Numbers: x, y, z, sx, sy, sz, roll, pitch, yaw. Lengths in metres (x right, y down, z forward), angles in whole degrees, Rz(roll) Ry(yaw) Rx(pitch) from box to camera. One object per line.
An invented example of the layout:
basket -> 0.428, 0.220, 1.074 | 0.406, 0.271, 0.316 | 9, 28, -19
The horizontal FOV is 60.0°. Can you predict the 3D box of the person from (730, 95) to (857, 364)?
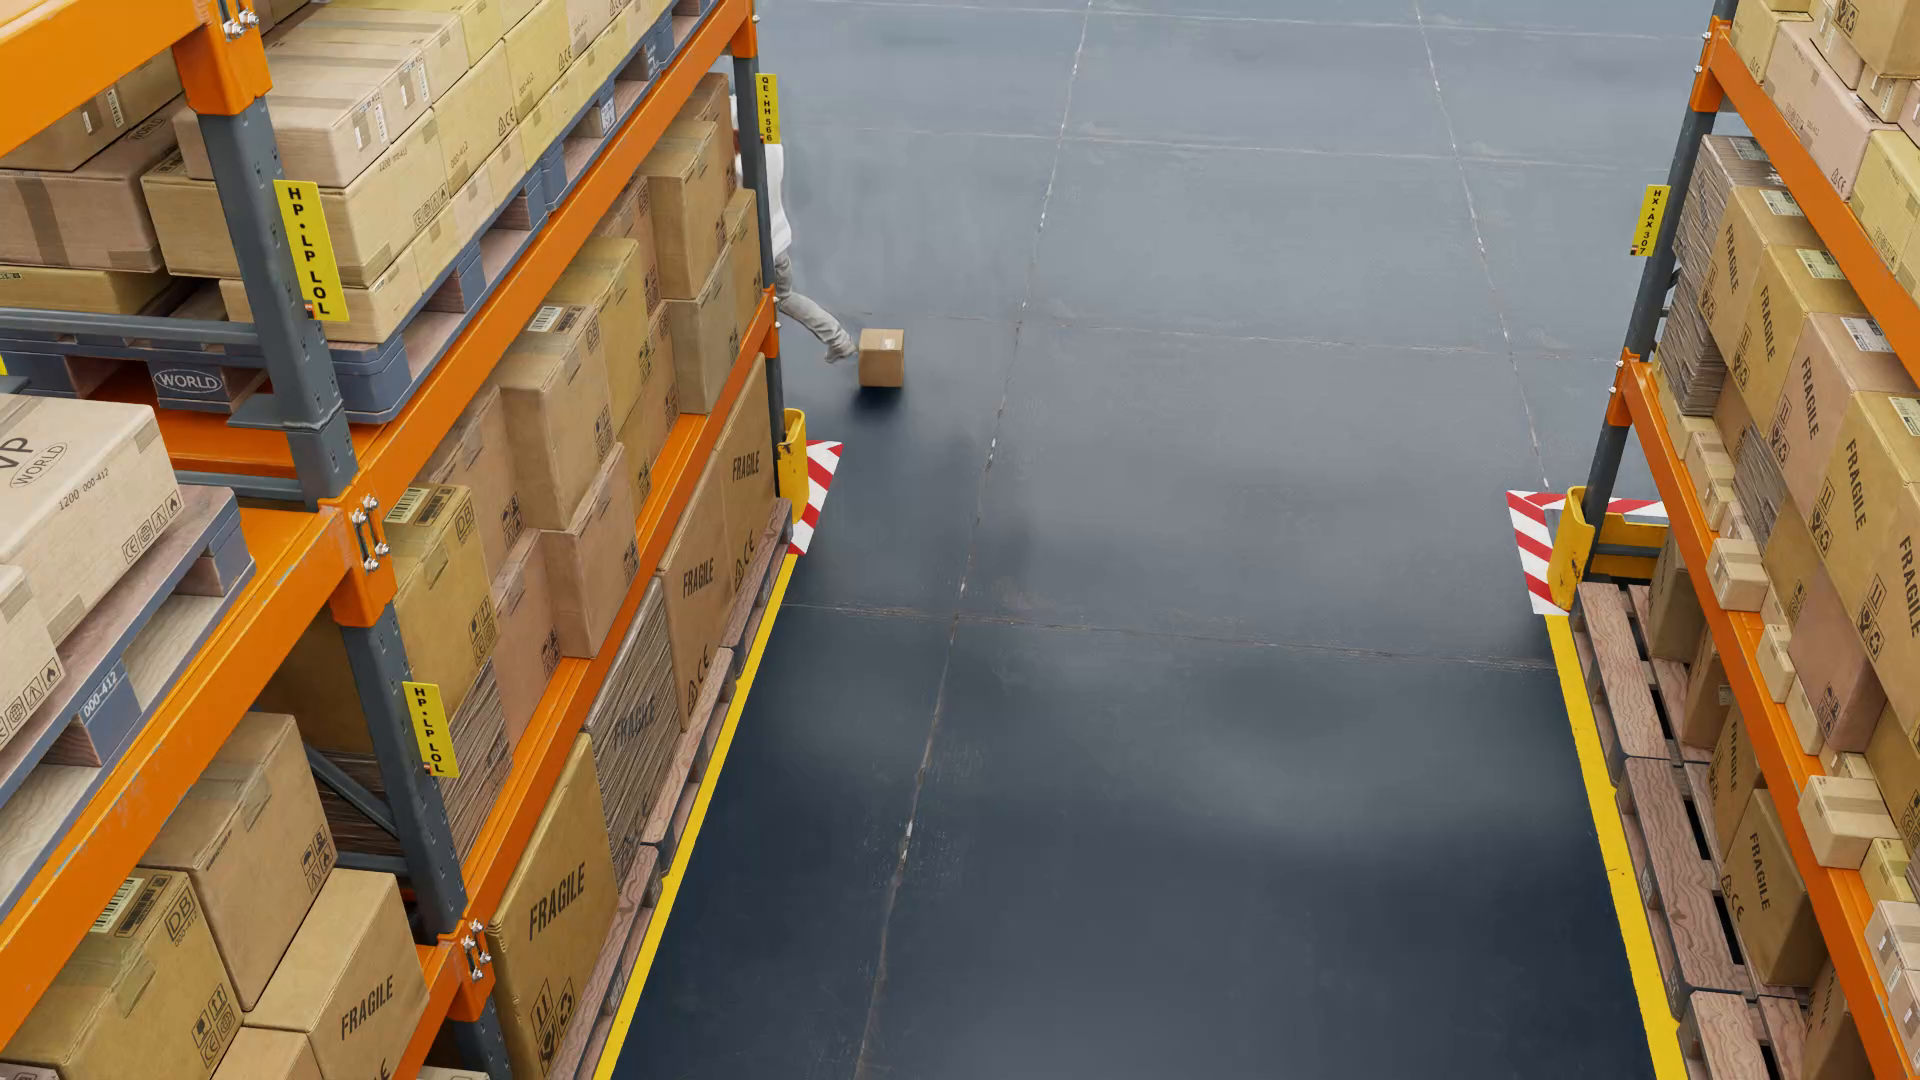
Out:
person -> -1.071, -1.623, 9.258 | 0.884, 1.762, 0.593 | 14, 38, 18
